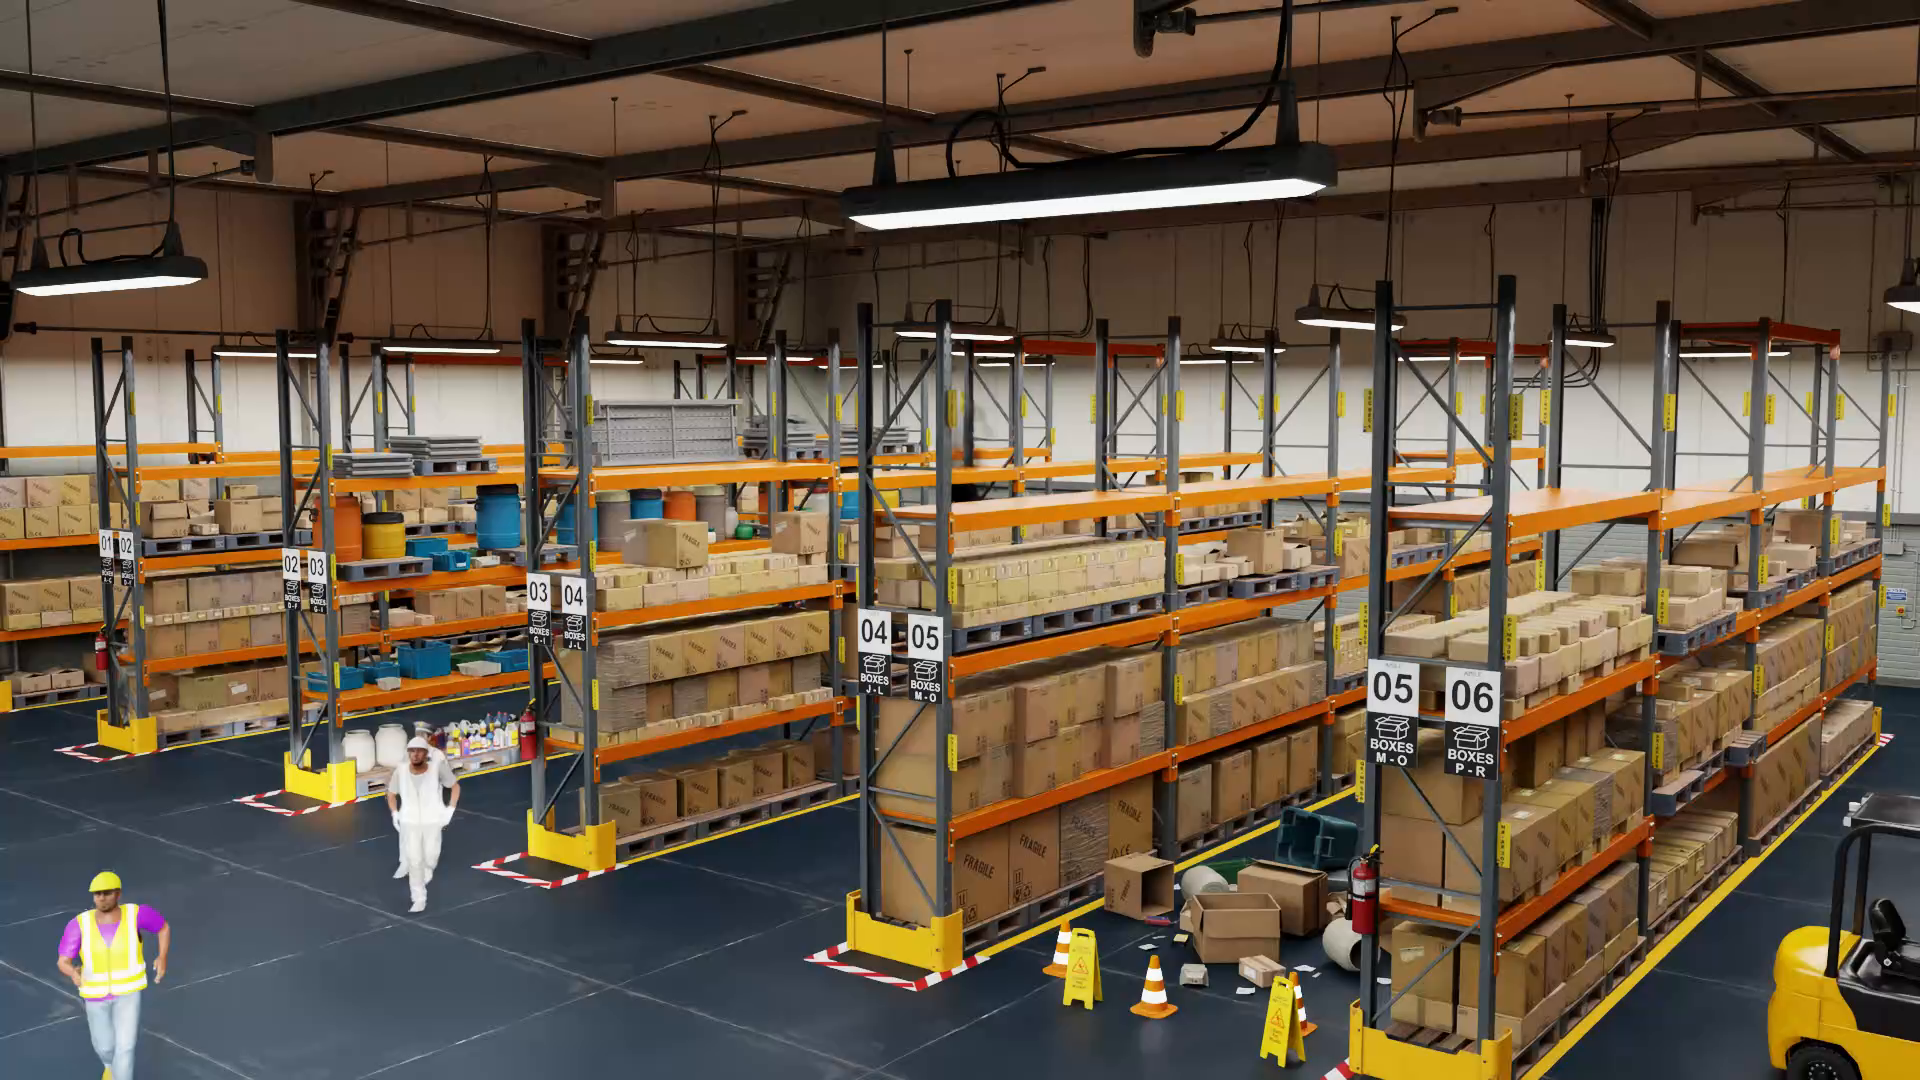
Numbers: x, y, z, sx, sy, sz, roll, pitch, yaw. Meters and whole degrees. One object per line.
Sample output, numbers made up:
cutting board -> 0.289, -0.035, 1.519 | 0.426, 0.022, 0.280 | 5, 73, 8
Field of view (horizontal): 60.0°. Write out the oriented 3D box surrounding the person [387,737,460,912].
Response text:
person -> -5.416, 2.837, 16.816 | 0.703, 1.756, 0.687 | -1, 5, -9

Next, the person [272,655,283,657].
person -> -11.571, 1.877, 28.459 | 0.580, 1.620, 0.625 | 3, 6, 30

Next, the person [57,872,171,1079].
person -> -6.066, 3.252, 11.930 | 0.711, 1.765, 0.979 | -2, 5, -20

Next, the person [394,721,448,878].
person -> -5.847, 2.782, 18.109 | 0.660, 1.679, 0.756 | 1, 5, 12

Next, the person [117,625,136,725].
person -> -12.956, 2.114, 26.129 | 0.537, 1.621, 0.696 | 4, 6, 35
